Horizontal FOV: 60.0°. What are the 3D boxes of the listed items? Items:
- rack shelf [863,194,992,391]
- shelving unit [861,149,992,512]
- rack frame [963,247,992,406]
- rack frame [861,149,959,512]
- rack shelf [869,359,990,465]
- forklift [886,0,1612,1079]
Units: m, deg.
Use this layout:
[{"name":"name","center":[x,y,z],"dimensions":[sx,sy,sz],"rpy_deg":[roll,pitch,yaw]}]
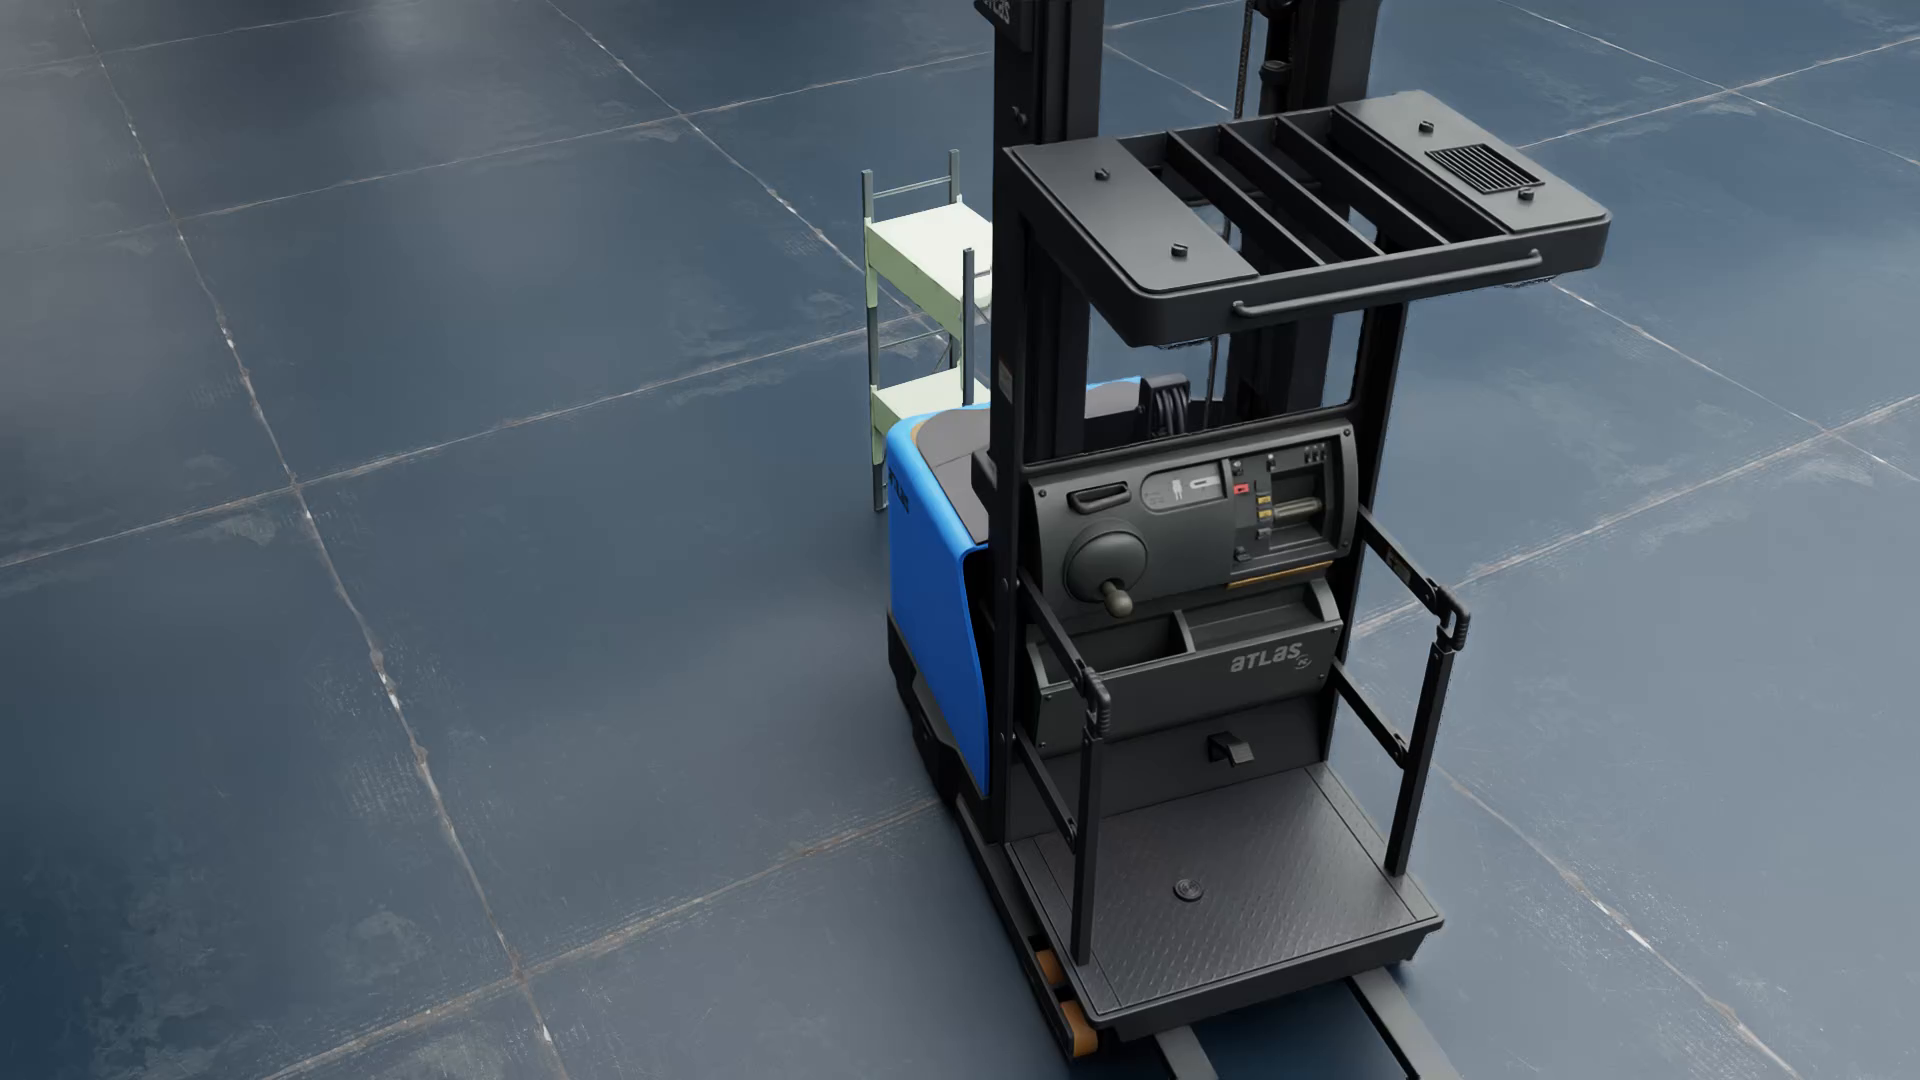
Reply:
[{"name":"rack shelf","center":[0.003,-0.917,6.073],"dimensions":[0.431,0.370,0.720],"rpy_deg":[-19,40,-24]},{"name":"shelving unit","center":[0.003,-0.602,6.303],"dimensions":[0.431,1.500,0.755],"rpy_deg":[-19,40,-24]},{"name":"rack frame","center":[0.187,-0.416,6.047],"dimensions":[0.400,1.500,0.023],"rpy_deg":[-19,40,-24]},{"name":"rack frame","center":[-0.181,-0.789,6.559],"dimensions":[0.400,1.500,0.023],"rpy_deg":[-19,40,-24]},{"name":"rack shelf","center":[0.003,-0.339,6.495],"dimensions":[0.431,0.370,0.720],"rpy_deg":[-19,40,-24]},{"name":"forklift","center":[0.707,0.012,4.248],"dimensions":[1.130,2.935,3.031],"rpy_deg":[-12,38,-15]}]
